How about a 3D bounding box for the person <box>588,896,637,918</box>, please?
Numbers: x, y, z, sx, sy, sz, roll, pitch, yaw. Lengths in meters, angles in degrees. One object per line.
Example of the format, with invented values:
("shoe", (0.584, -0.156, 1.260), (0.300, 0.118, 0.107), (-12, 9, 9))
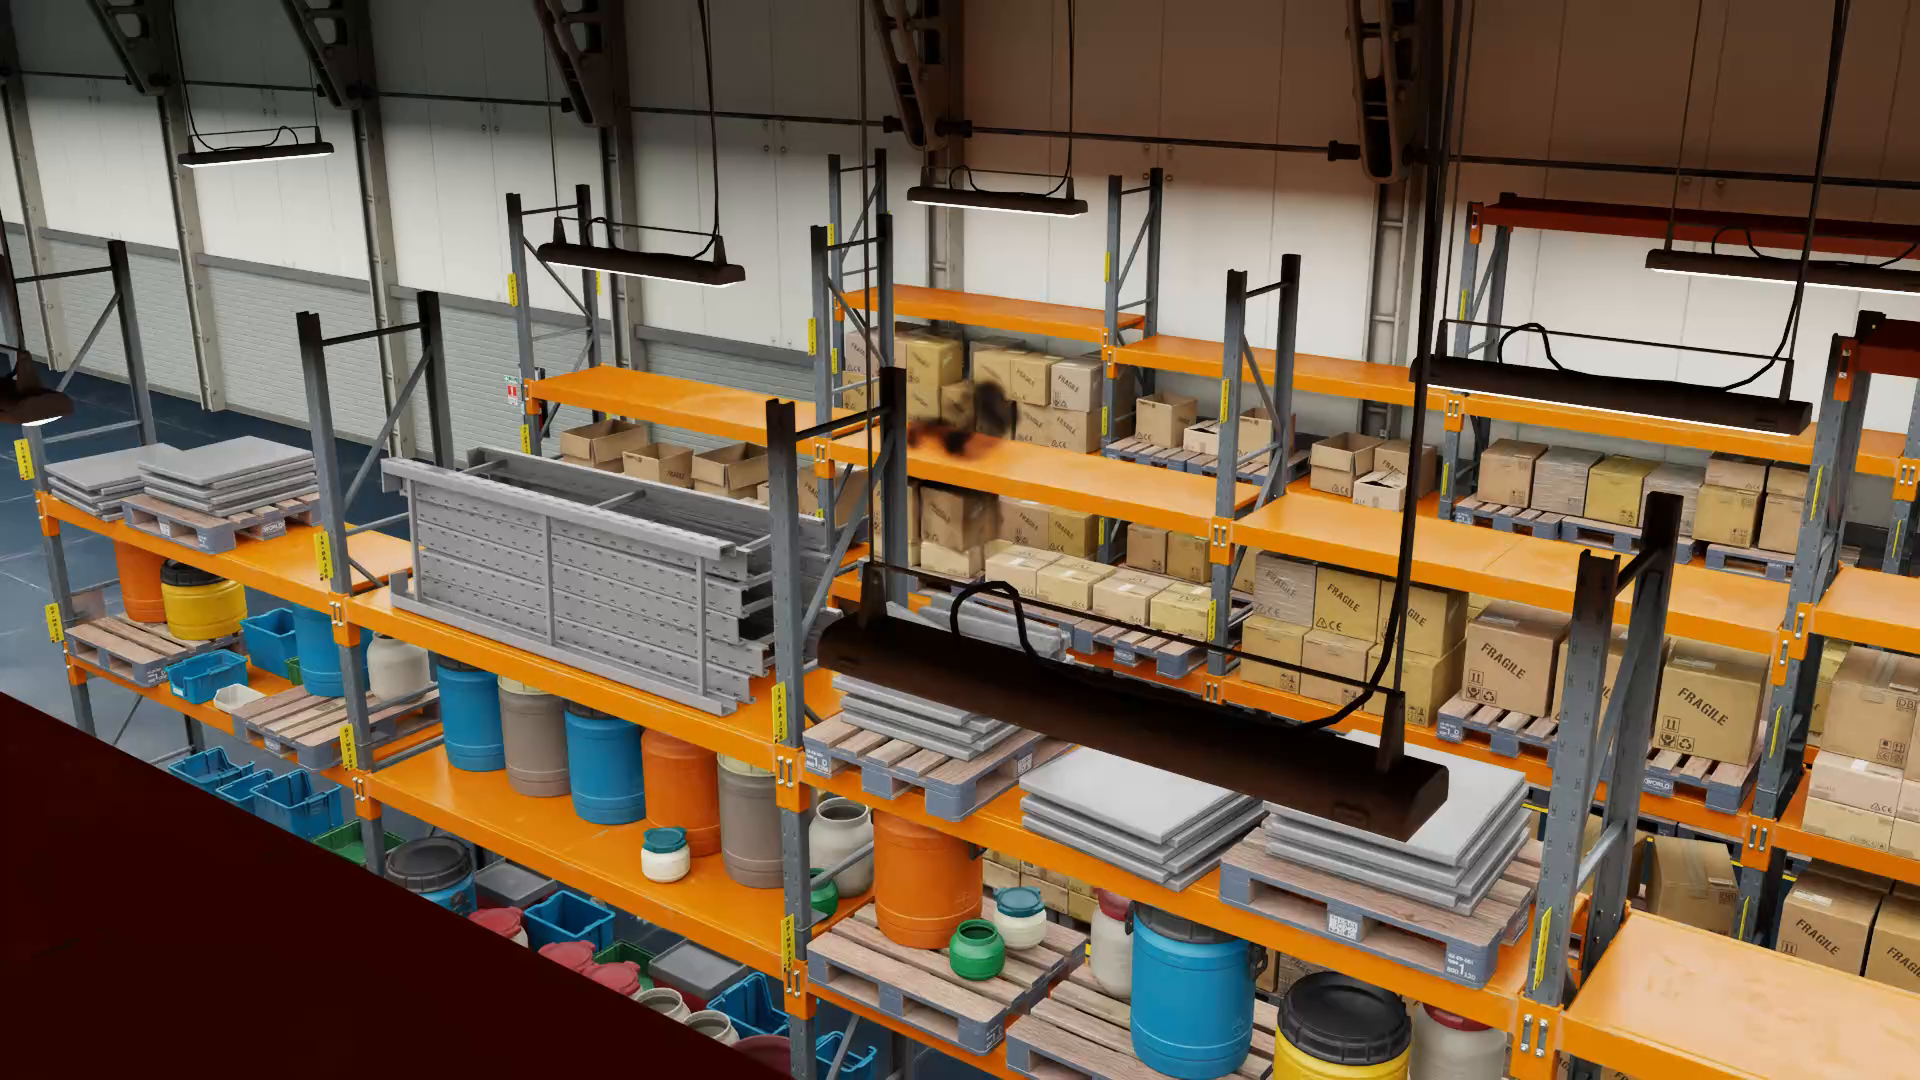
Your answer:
("person", (-3.022, 2.494, 14.170), (0.765, 1.665, 0.632), (11, 21, 30))
